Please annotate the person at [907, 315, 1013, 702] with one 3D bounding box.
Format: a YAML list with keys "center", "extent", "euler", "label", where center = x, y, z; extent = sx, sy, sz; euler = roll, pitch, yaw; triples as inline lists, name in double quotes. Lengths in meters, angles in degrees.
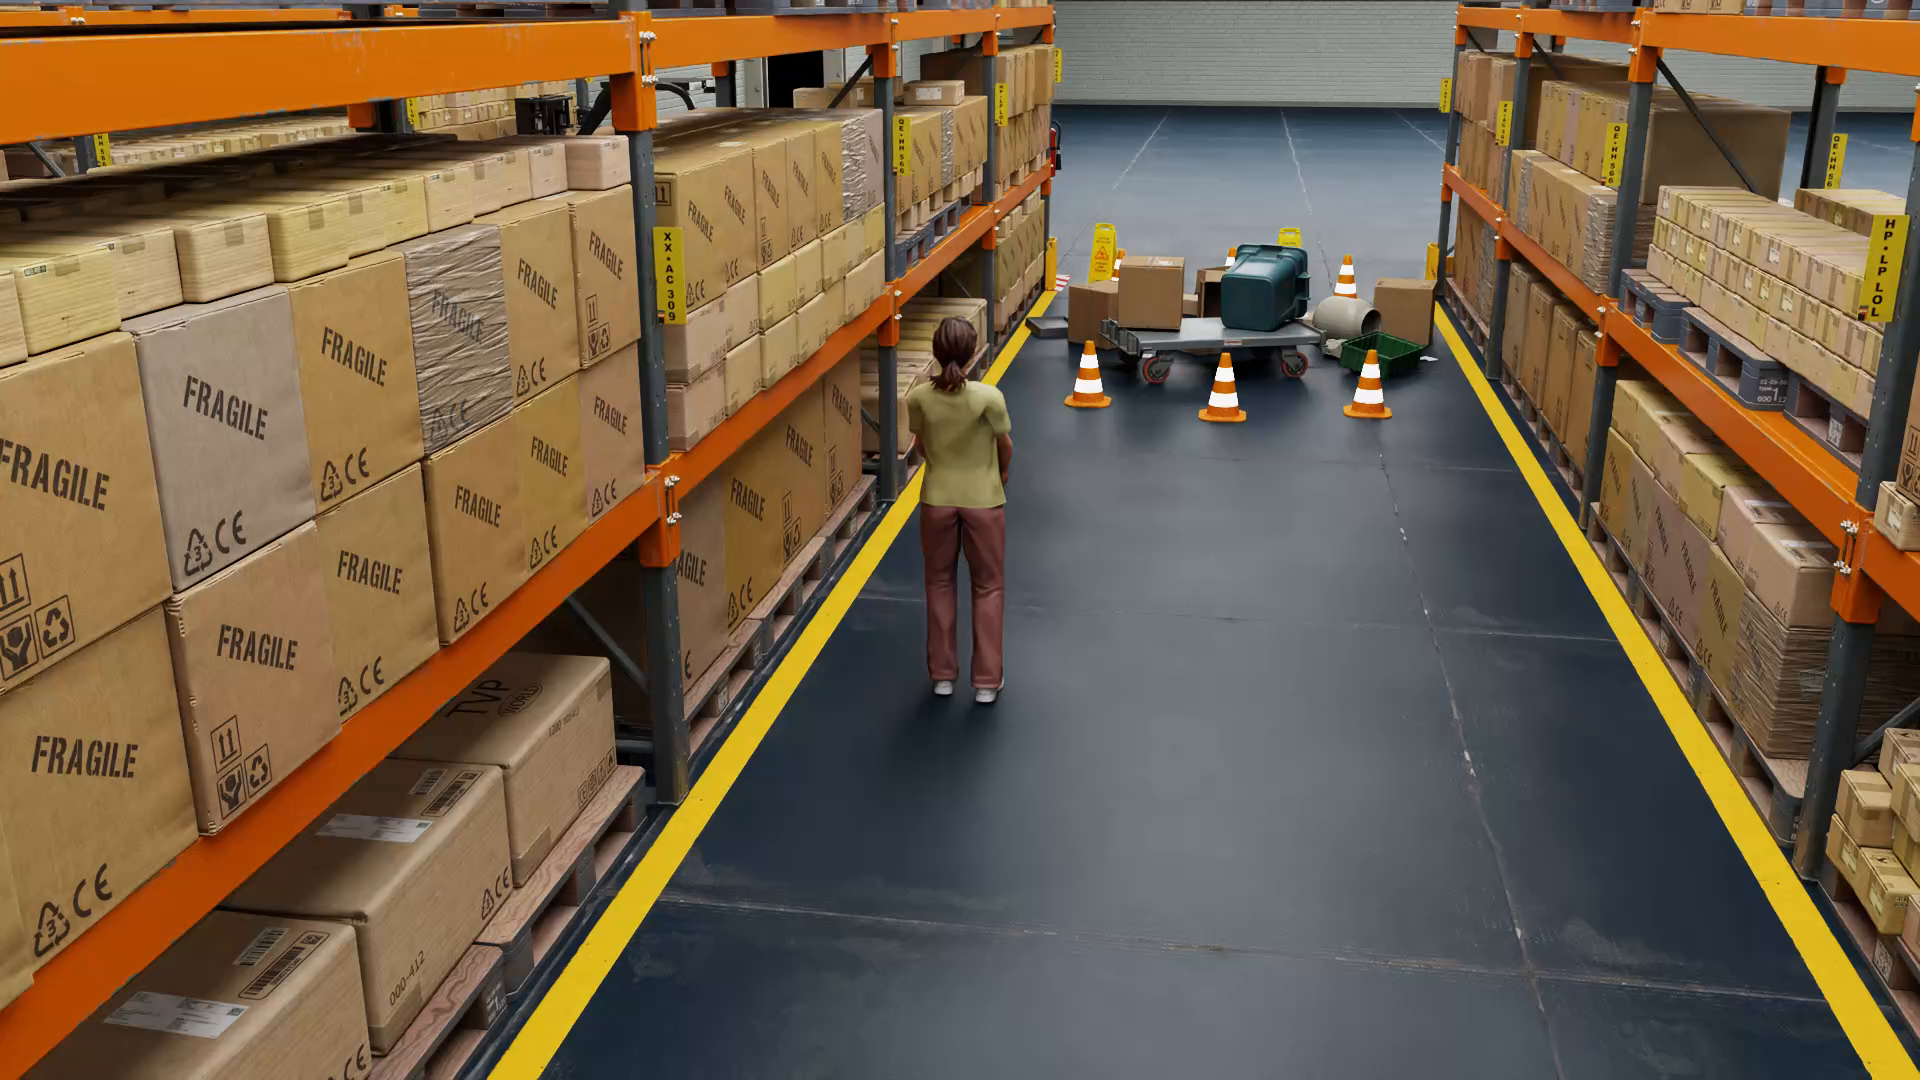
- center: [0.010, -0.145, 7.023]
  extent: [0.426, 1.662, 0.554]
  euler: [3, 18, 9]
  label: "person"
